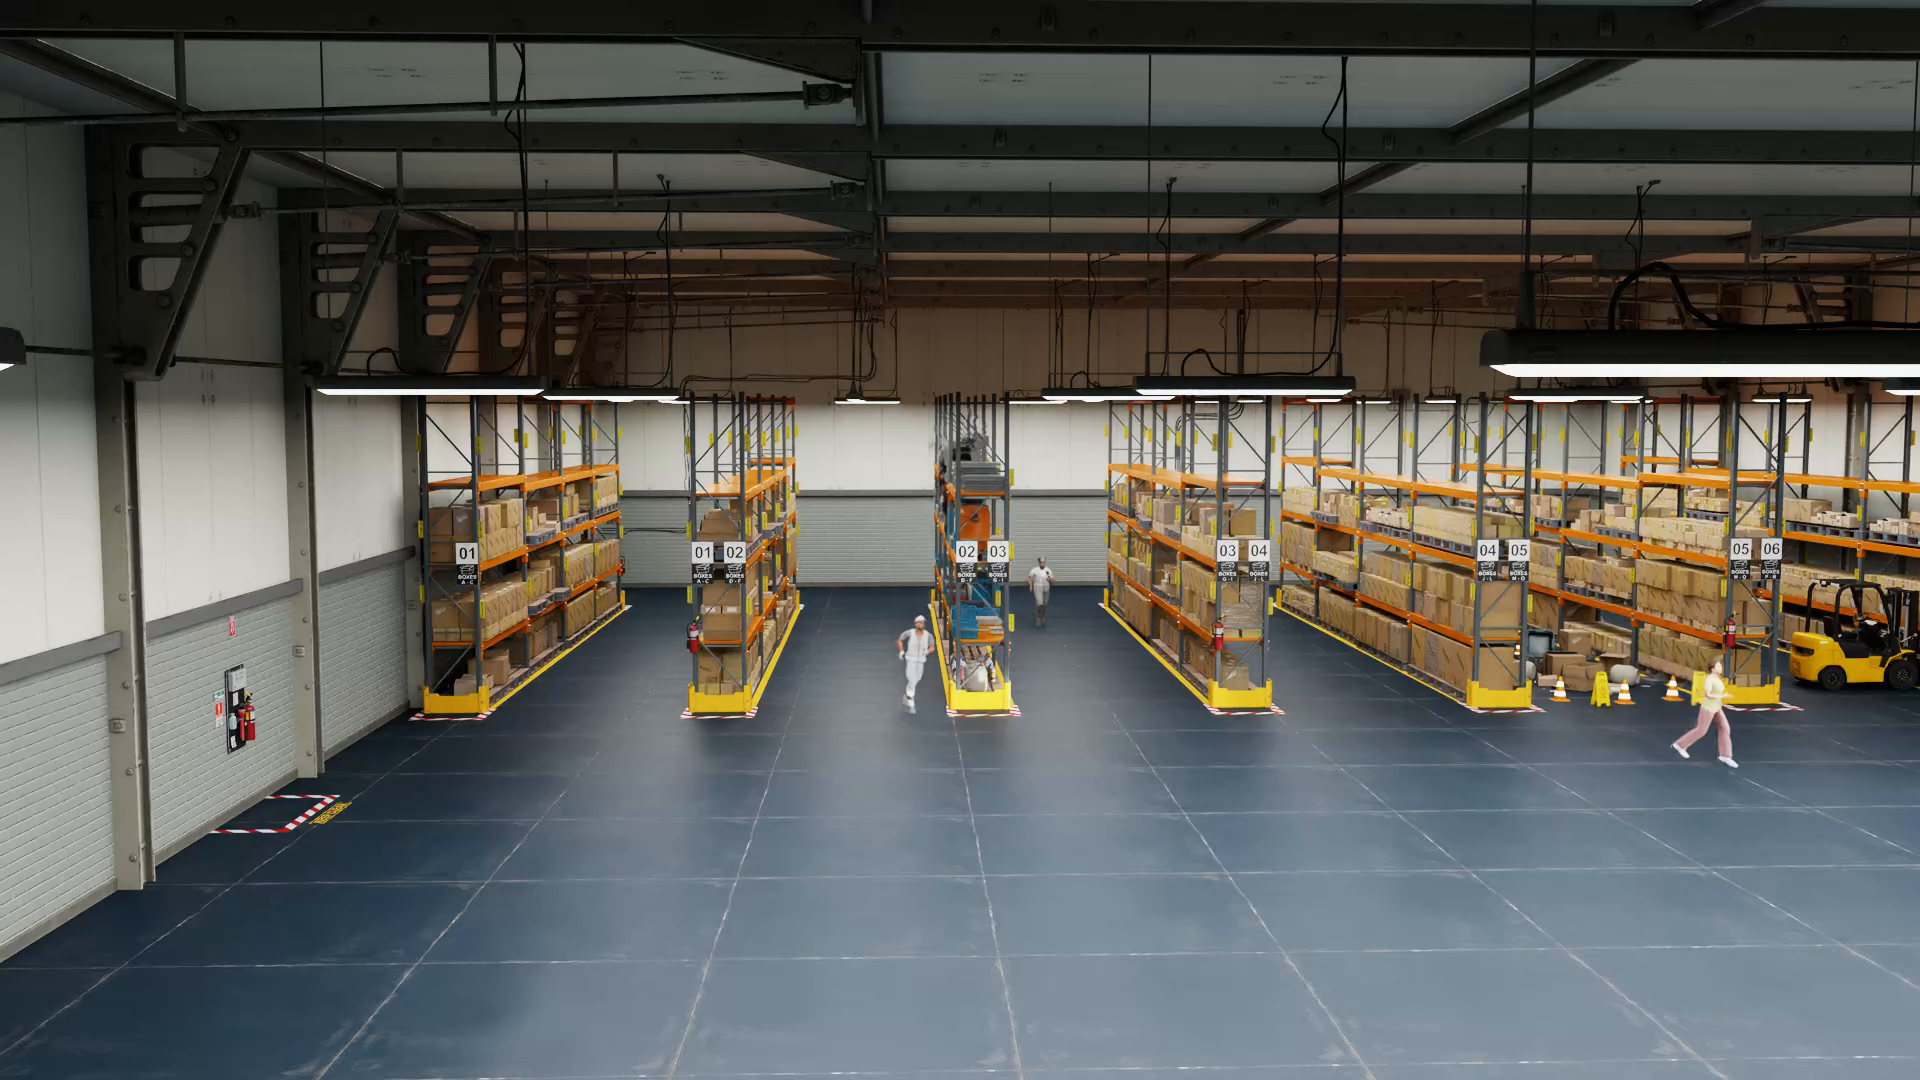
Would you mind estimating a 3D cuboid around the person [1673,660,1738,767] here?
[{"bbox_3d":[12.004,2.749,26.695,0.583,1.695,0.955,-5,6,-45],"label":"person"}]

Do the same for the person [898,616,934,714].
[{"bbox_3d":[-0.817,2.326,31.395,0.667,1.811,0.813,-2,5,-22],"label":"person"}]

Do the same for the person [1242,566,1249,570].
[{"bbox_3d":[7.934,1.226,46.542,0.559,1.537,0.510,0,5,-3],"label":"person"}]

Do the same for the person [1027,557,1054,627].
[{"bbox_3d":[2.142,1.362,43.547,0.631,1.852,0.775,-1,5,-16],"label":"person"}]
